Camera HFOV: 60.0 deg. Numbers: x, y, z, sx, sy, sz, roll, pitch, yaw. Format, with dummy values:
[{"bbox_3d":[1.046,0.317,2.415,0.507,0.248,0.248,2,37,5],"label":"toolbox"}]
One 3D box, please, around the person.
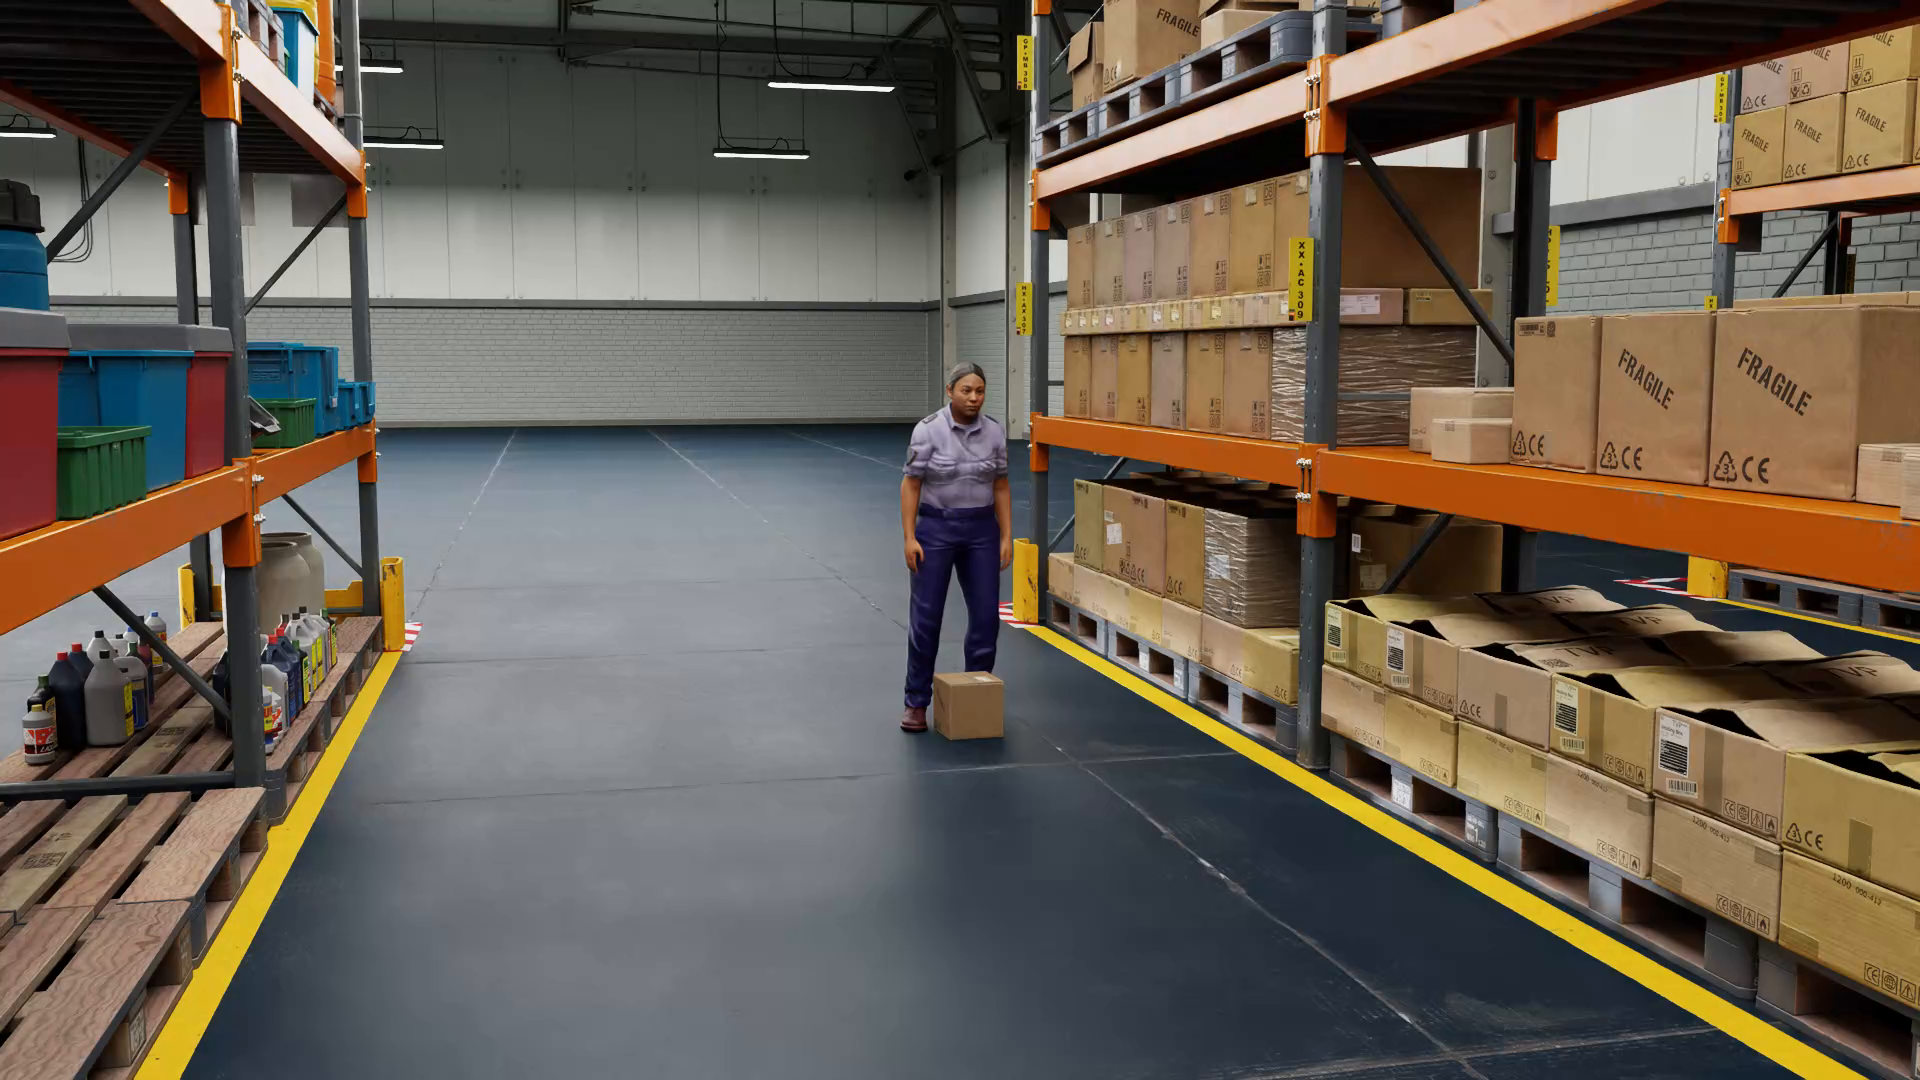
[{"bbox_3d":[-0.013,0.026,7.542,0.562,1.638,0.418,-2,6,-16],"label":"person"}]
